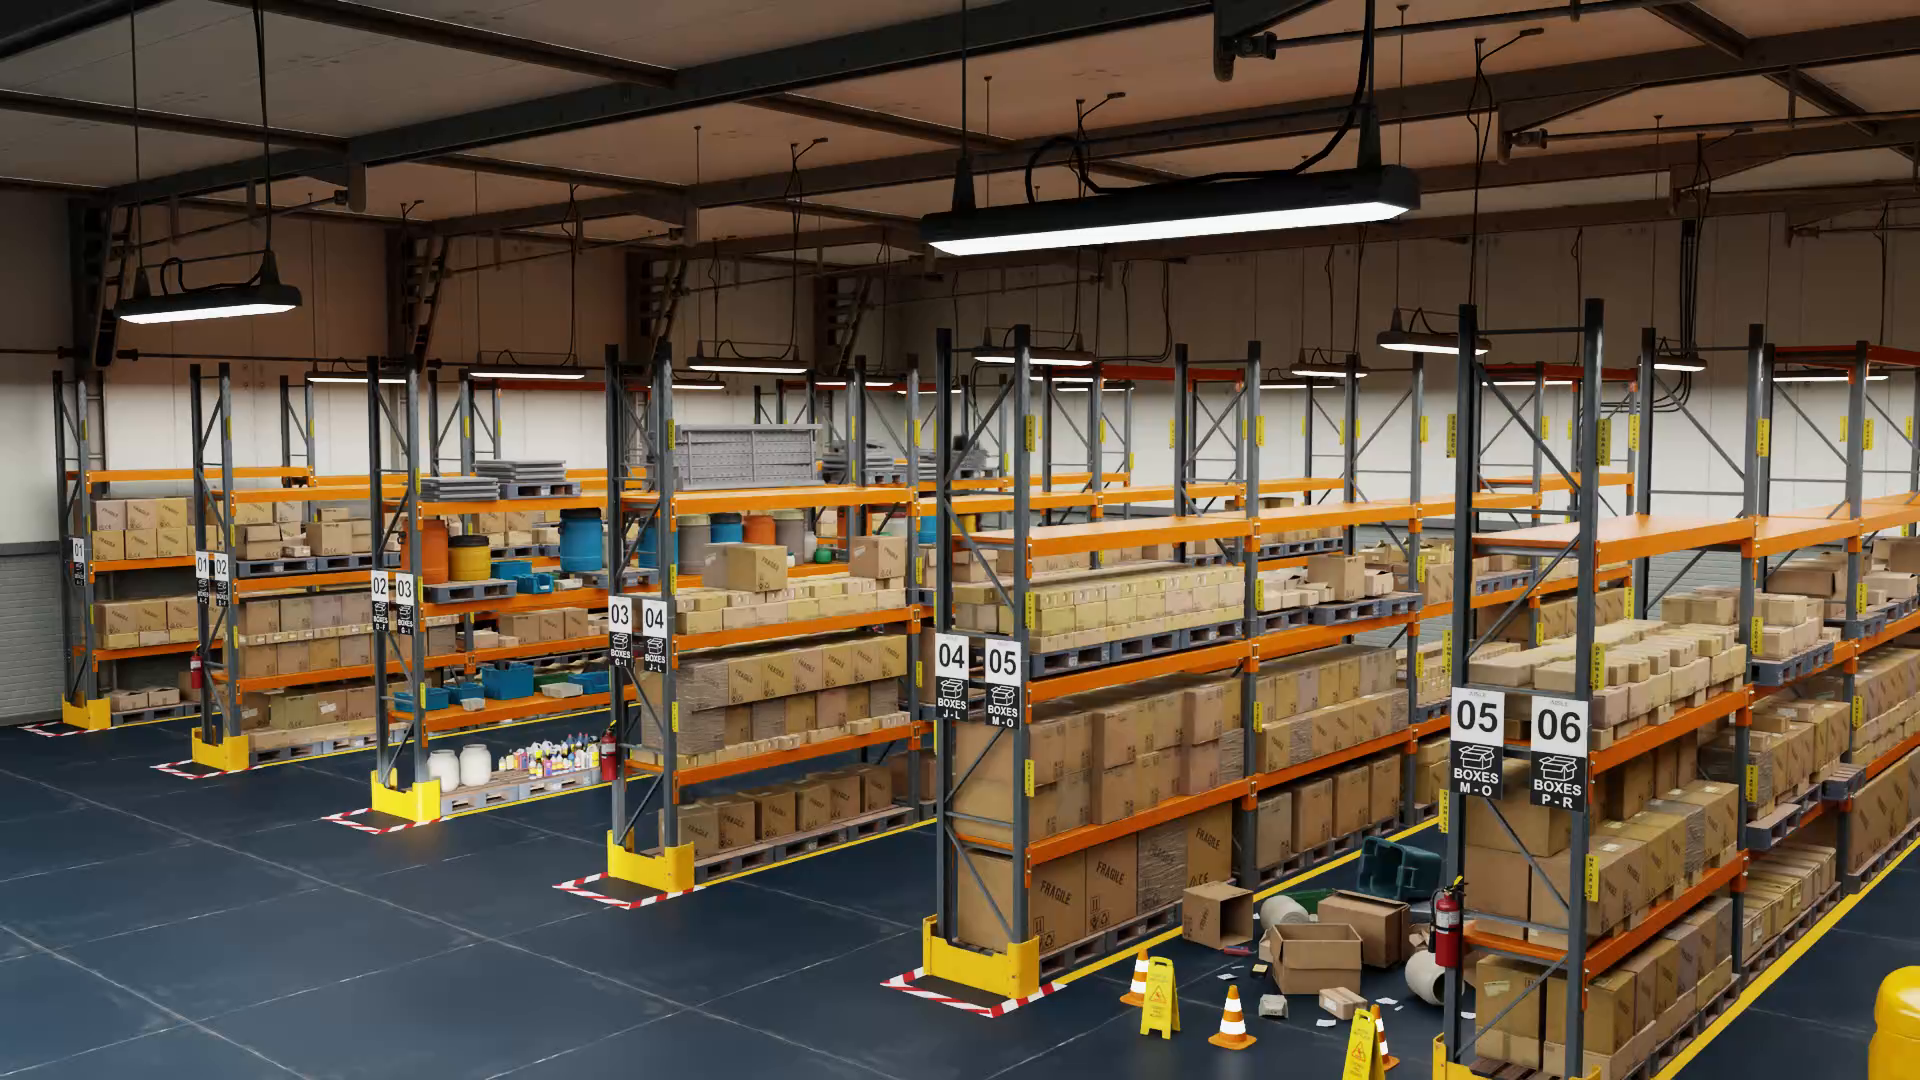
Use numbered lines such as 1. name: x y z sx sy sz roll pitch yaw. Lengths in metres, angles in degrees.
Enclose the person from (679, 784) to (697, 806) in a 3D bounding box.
1. person: -3.481 2.863 21.033 0.454 1.658 0.702 -1 4 -9
